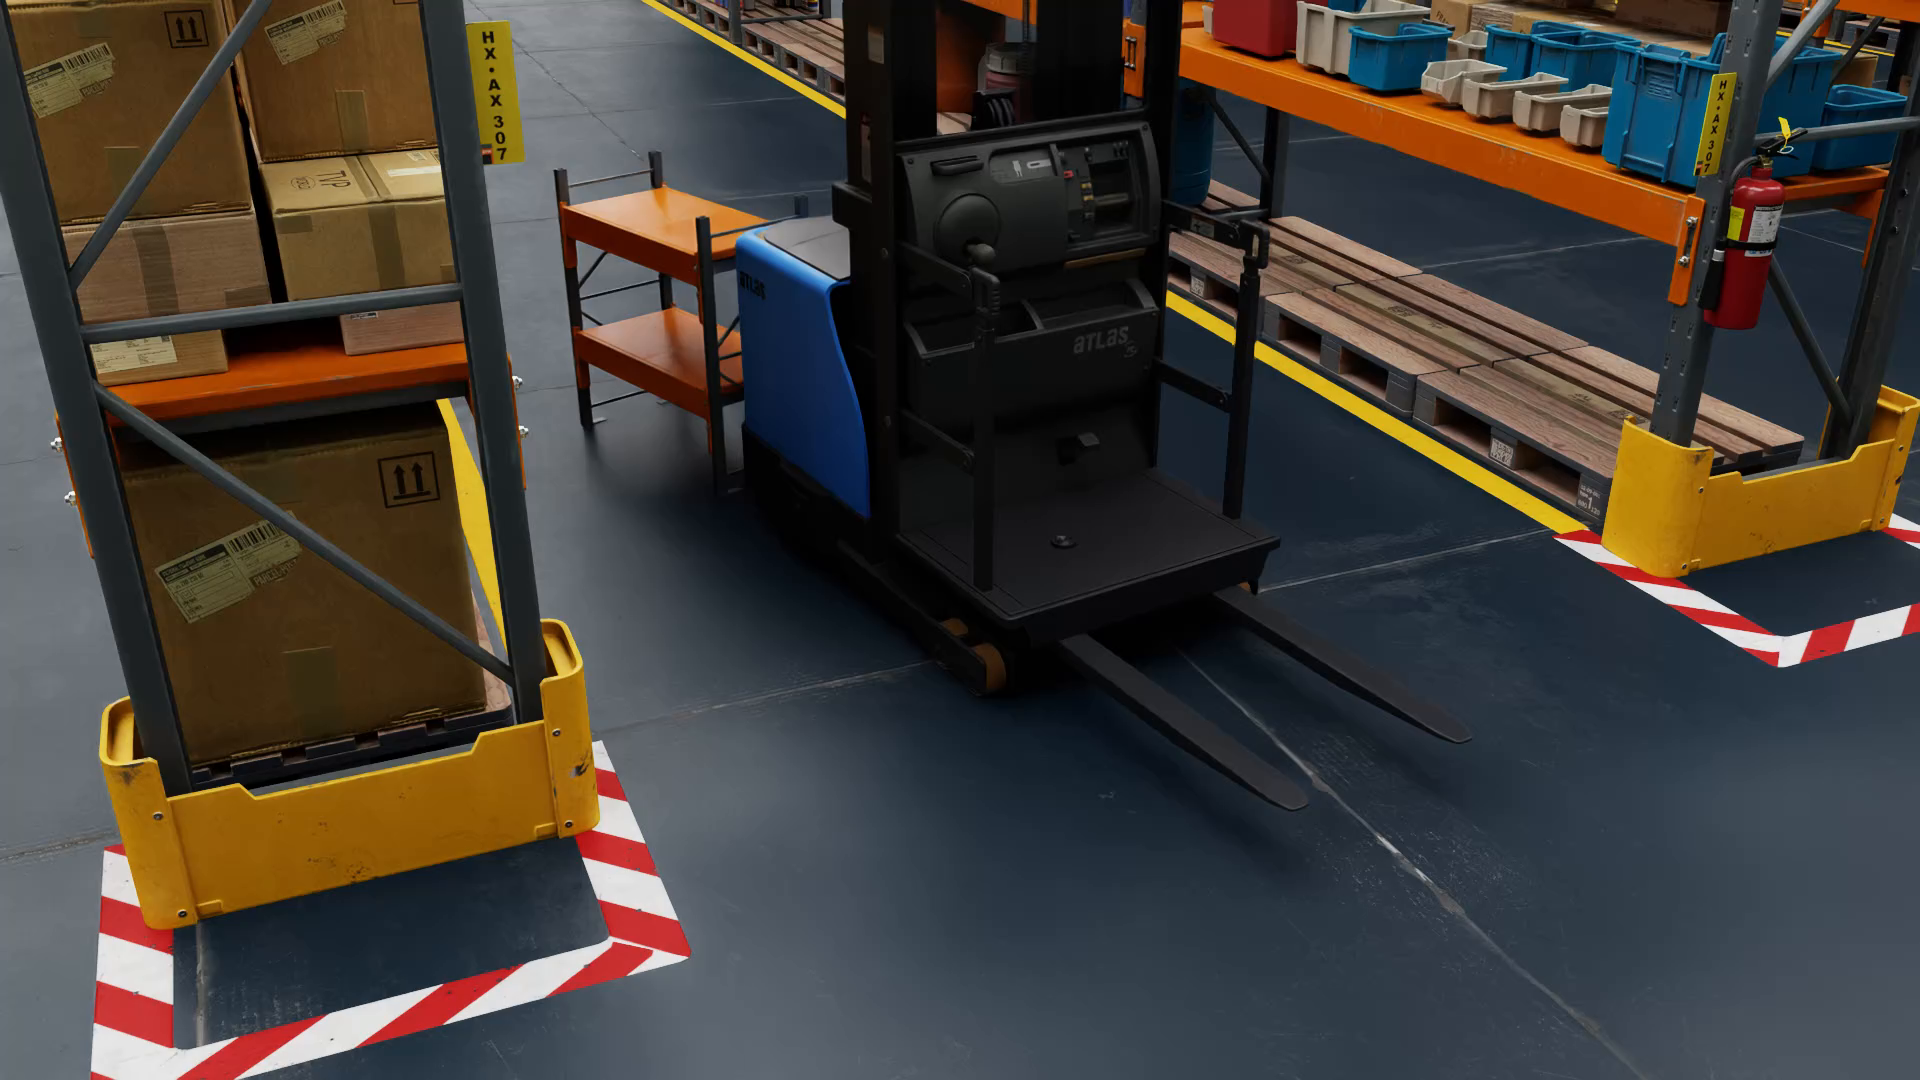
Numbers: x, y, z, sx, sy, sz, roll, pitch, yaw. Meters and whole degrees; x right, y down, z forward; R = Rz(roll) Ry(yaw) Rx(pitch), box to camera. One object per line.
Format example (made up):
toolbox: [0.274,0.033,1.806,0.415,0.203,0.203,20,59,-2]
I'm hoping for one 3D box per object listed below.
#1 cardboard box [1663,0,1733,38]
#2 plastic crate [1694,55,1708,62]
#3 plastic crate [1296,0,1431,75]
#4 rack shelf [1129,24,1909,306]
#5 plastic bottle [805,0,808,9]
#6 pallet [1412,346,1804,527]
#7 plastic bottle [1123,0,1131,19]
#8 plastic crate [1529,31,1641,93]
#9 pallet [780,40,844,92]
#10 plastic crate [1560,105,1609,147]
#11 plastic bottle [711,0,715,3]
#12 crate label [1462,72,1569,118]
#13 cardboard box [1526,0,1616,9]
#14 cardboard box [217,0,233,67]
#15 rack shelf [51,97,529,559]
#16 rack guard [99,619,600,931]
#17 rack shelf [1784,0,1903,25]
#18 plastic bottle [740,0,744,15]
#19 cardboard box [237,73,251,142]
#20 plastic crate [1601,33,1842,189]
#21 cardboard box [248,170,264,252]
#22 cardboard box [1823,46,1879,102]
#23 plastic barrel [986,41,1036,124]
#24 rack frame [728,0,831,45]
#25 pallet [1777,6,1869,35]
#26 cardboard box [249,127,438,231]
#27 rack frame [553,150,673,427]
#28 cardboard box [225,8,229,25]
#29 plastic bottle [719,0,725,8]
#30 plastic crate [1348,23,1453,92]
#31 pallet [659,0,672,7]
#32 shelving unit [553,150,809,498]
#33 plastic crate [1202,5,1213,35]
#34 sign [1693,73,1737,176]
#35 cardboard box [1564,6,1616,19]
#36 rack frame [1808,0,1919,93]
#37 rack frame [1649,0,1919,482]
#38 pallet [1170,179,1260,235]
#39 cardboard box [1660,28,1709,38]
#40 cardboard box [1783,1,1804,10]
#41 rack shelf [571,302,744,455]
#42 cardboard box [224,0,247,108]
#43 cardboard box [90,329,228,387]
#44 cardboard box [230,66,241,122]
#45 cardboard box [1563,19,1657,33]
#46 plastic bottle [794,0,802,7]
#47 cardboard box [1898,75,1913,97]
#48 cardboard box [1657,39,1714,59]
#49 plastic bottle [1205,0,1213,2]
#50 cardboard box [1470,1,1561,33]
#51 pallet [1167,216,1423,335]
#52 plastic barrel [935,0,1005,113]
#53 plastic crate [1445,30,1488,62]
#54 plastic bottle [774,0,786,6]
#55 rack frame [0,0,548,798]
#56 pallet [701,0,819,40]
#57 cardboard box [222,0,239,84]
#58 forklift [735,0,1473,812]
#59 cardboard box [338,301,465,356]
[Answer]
cardboard box: [5.593,-3.895,12.301,0.500,0.250,0.500,-11,28,-20]
plastic crate: [2.906,-1.752,6.542,0.416,0.233,0.300,-11,28,-21]
plastic crate: [1.819,-2.319,7.647,0.437,0.282,0.530,-11,28,-21]
rack shelf: [2.174,-1.862,7.466,1.077,0.370,4.000,-11,28,-21]
plastic bottle: [-1.503,-5.408,16.595,0.097,0.201,0.097,0,26,0]
pallet: [2.670,-0.465,6.961,1.003,0.211,1.213,-11,28,-21]
plastic bottle: [0.939,-3.041,9.201,0.152,0.276,0.135,-11,28,-21]
plastic crate: [2.648,-2.018,7.086,0.416,0.233,0.300,-11,28,-21]
pallet: [-0.917,-4.166,14.542,1.003,0.211,1.213,-11,28,-21]
plastic crate: [2.471,-1.585,6.309,0.396,0.136,0.243,-11,28,-21]
plastic bottle: [-2.461,-5.648,16.918,0.144,0.351,0.185,-11,28,-21]
crate label: [2.240,-1.813,6.776,0.396,0.136,0.243,-11,28,-21]
cardboard box: [4.992,-4.510,13.560,0.500,0.250,0.500,-9,28,-19]
cardboard box: [-2.820,-1.899,5.697,0.500,0.500,0.500,-11,28,-22]
rack shelf: [-2.383,-1.011,5.723,1.077,0.370,4.000,-11,28,-21]
rack guard: [-1.591,0.606,4.440,1.175,0.500,0.348,-11,28,-21]
rack shelf: [5.167,-4.327,12.513,1.077,0.370,4.000,-11,28,-21]
plastic bottle: [-2.171,-5.256,16.284,0.097,0.201,0.097,0,26,0]
cardboard box: [-2.152,-1.456,5.644,0.500,0.250,0.500,-11,28,-22]
plastic crate: [2.654,-1.524,5.844,0.616,0.435,0.499,-11,28,-21]
cardboard box: [-2.232,-0.948,4.606,0.500,0.250,0.500,-11,28,-21]
cardboard box: [5.985,-3.154,11.639,0.500,0.500,0.500,-12,28,-23]
plastic barrel: [0.474,-3.062,11.373,0.600,0.588,0.708,-11,28,-21]
rack frame: [-1.742,-6.223,15.576,1.000,3.000,0.127,-11,28,-21]
pallet: [8.635,-5.373,17.014,1.003,0.211,1.213,-11,28,-21]
cardboard box: [-1.749,-1.042,4.798,0.500,0.250,0.500,-11,28,-21]
rack frame: [-1.466,-1.080,7.180,0.500,1.125,0.032,-22,34,-37]
cardboard box: [-2.752,-2.075,6.913,0.500,0.250,0.500,-11,28,-22]
plastic bottle: [-2.335,-5.518,16.650,0.144,0.351,0.185,-12,29,-23]
plastic crate: [1.917,-2.115,7.285,0.416,0.233,0.300,-11,28,-21]
pallet: [-2.922,-6.233,18.775,1.003,0.211,1.213,-11,28,-21]
shelving unit: [-1.123,-0.915,6.843,0.538,1.125,1.048,-22,34,-37]
plastic crate: [1.442,-2.689,8.571,0.396,0.136,0.243,-11,28,-21]
sign: [2.457,-1.351,5.411,0.100,0.325,0.005,-11,28,-21]
cardboard box: [5.168,-3.986,13.342,0.500,0.500,0.500,-12,28,-22]
rack frame: [5.950,-3.843,10.701,1.000,3.000,0.127,-11,28,-21]
rack frame: [2.957,-1.378,5.654,1.000,3.000,0.127,-11,28,-21]
pallet: [1.127,-2.059,10.226,1.003,0.211,1.213,-11,28,-21]
cardboard box: [5.577,-3.571,12.492,0.500,0.500,0.500,-10,28,-20]
cardboard box: [8.610,-5.666,16.784,0.700,0.500,0.500,-10,28,-20]
rack shelf: [-1.123,-0.696,6.950,0.538,0.278,1.000,-22,34,-37]
cardboard box: [-1.944,-1.581,5.046,0.500,0.500,0.500,-11,28,-22]
cardboard box: [-2.042,-0.502,4.145,0.380,0.149,0.250,-10,28,-20]
cardboard box: [-2.825,-1.564,5.866,0.500,0.250,0.500,-10,28,-19]
cardboard box: [4.910,-3.675,12.707,0.500,0.500,0.500,-12,28,-22]
plastic bottle: [-1.615,-5.526,16.753,0.152,0.276,0.135,-10,28,-19]
cardboard box: [6.434,-2.736,10.782,0.500,0.500,0.500,-11,28,-21]
cardboard box: [5.307,-3.268,11.872,0.500,0.500,0.500,-10,28,-20]
plastic bottle: [1.487,-3.293,9.723,0.097,0.271,0.097,0,26,0]
cardboard box: [4.509,-4.089,13.553,0.500,0.500,0.500,-12,28,-22]
pallet: [1.715,-1.450,8.979,1.003,0.211,1.213,-11,28,-21]
plastic barrel: [0.032,-3.627,12.254,0.600,0.830,0.708,-11,28,-21]
plastic crate: [2.349,-2.250,7.672,0.293,0.136,0.466,-11,28,-21]
plastic bottle: [-1.809,-5.602,16.823,0.144,0.351,0.185,-11,28,-21]
rack frame: [-1.600,-0.527,3.911,1.000,3.000,0.127,-11,28,-21]
pallet: [-1.967,-5.248,16.758,1.003,0.211,1.213,-11,28,-21]
cardboard box: [-3.117,-2.416,7.665,0.500,0.500,0.500,-10,28,-20]
forklift: [0.352,-1.058,5.076,1.130,2.935,3.031,-15,30,-28]
cardboard box: [-1.435,-0.614,4.376,0.380,0.149,0.250,-10,28,-20]
